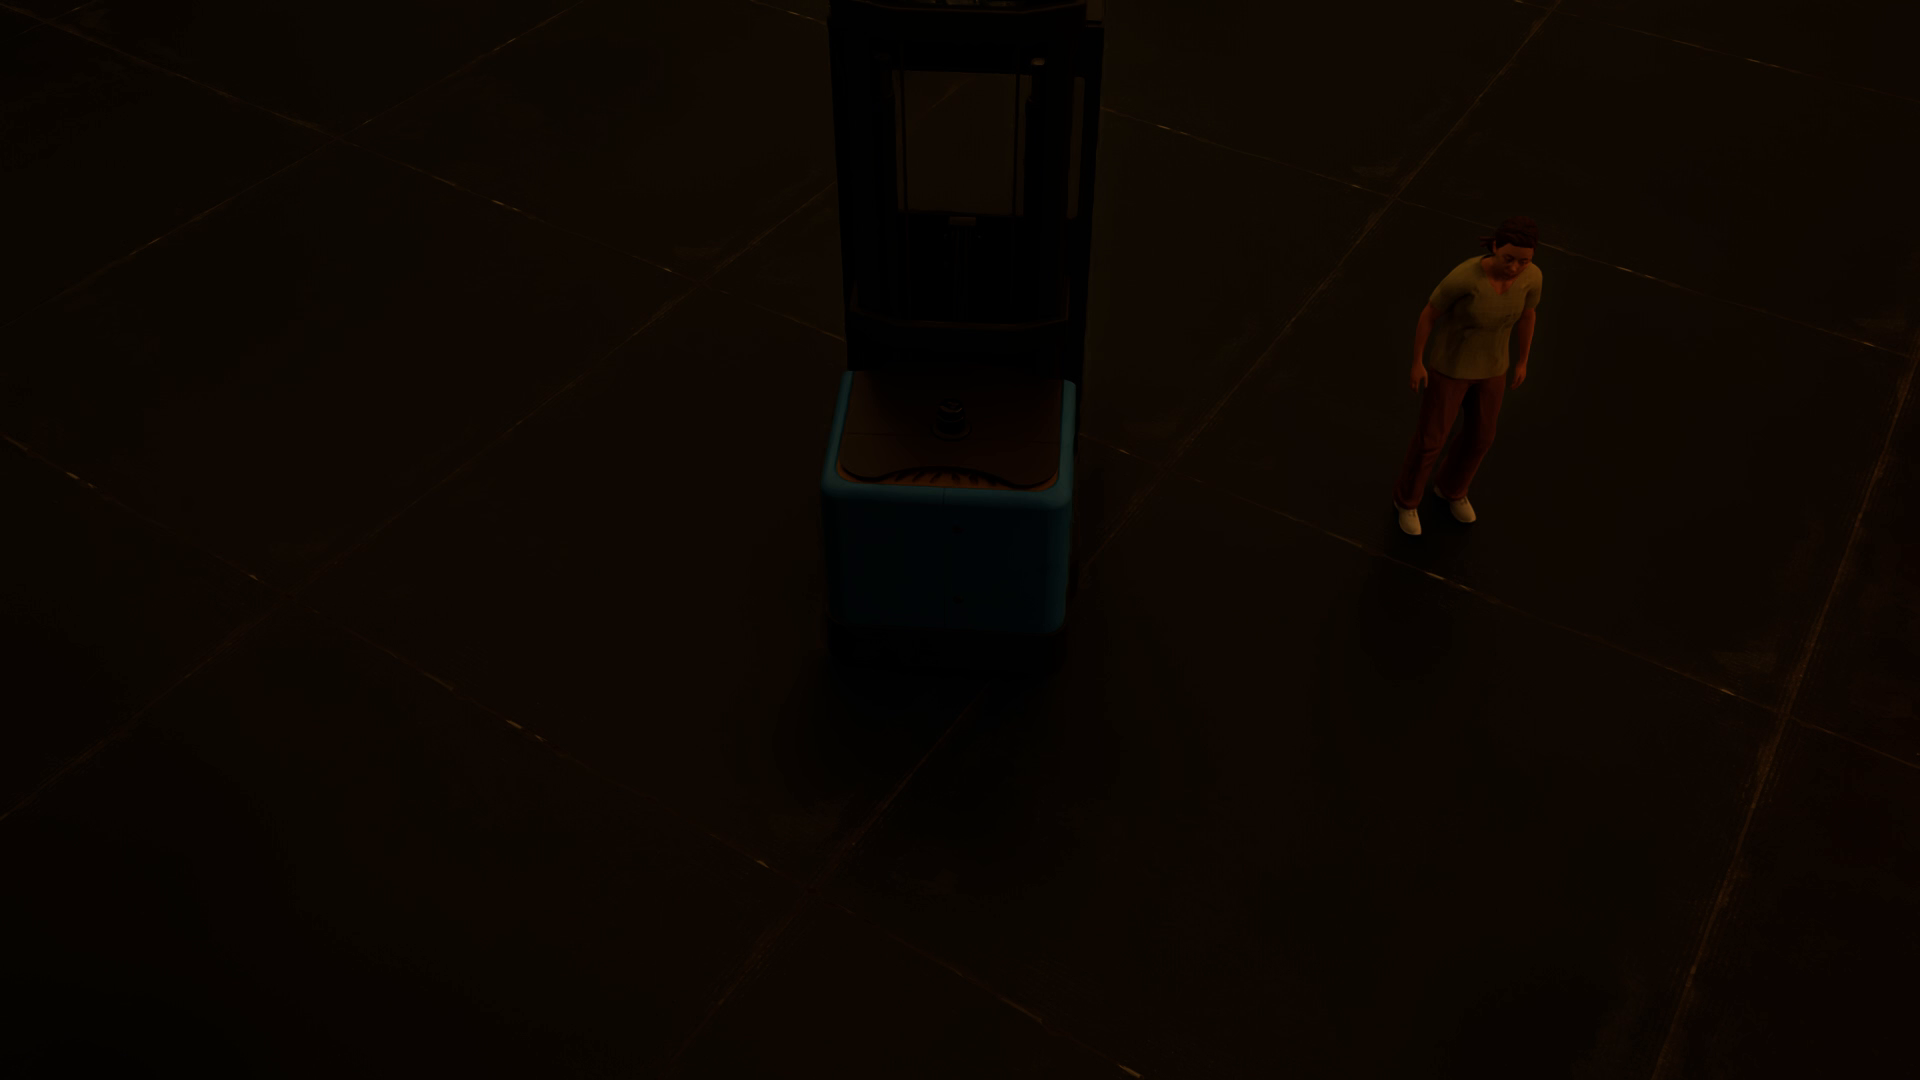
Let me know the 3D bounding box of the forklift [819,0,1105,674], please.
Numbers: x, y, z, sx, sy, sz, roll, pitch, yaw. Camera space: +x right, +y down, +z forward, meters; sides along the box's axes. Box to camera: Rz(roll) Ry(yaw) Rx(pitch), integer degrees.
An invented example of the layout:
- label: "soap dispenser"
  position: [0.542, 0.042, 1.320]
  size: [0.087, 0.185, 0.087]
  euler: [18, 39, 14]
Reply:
- label: "forklift"
  position: [0.043, -1.487, 7.417]
  size: [1.130, 2.935, 3.031]
  euler: [3, 44, 3]

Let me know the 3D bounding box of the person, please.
- label: "person"
  position: [2.324, -0.753, 7.560]
  size: [0.557, 1.670, 0.387]
  euler: [-5, 44, -5]
